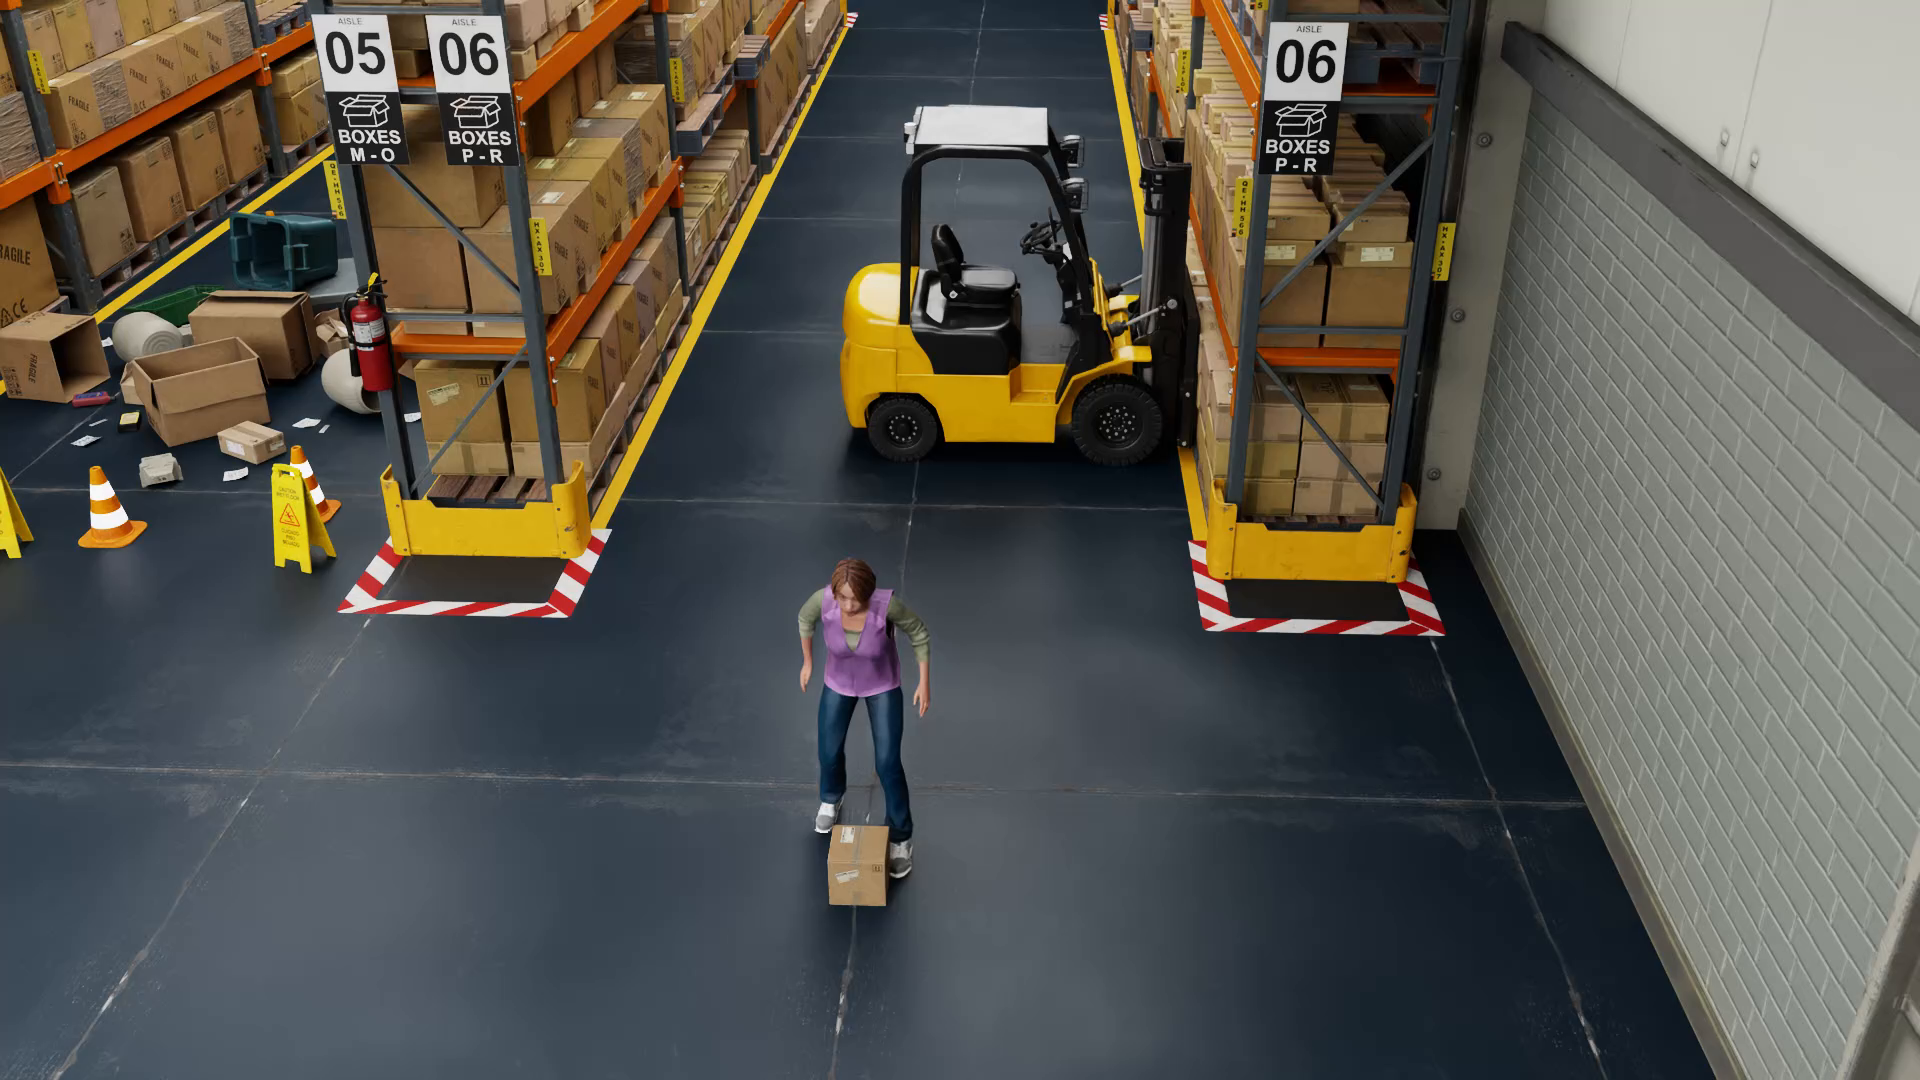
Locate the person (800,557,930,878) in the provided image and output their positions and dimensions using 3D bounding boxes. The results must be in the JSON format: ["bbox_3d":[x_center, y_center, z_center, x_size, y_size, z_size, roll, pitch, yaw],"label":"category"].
[{"bbox_3d":[-0.435,0.728,7.387,0.611,1.536,0.586,4,29,7],"label":"person"}]
